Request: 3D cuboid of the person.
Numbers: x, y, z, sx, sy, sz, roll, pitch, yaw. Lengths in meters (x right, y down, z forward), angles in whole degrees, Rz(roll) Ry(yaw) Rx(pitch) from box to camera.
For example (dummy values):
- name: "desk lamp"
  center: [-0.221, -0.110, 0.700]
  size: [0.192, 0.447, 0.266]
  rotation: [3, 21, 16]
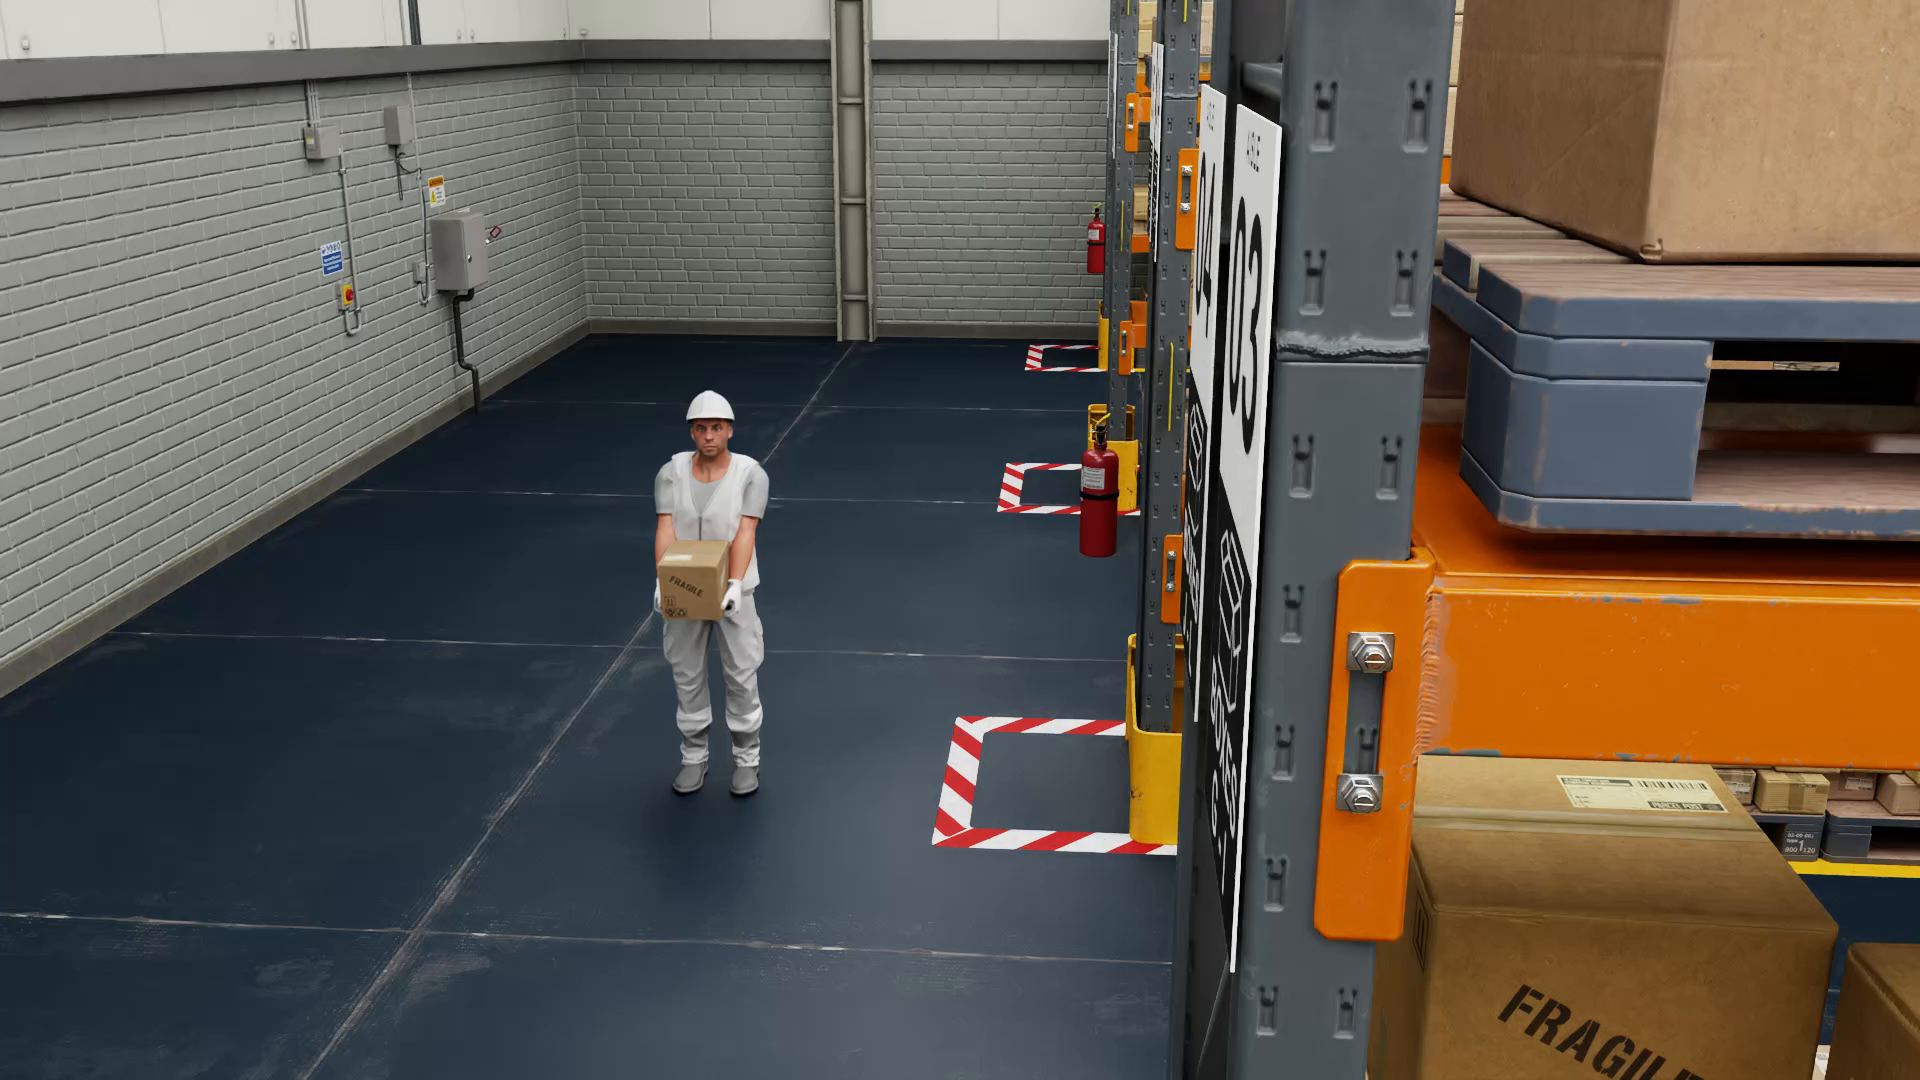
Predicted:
- name: "person"
  center: [-1.076, 0.265, 7.160]
  size: [0.495, 1.786, 0.558]
  rotation: [1, 17, 4]
